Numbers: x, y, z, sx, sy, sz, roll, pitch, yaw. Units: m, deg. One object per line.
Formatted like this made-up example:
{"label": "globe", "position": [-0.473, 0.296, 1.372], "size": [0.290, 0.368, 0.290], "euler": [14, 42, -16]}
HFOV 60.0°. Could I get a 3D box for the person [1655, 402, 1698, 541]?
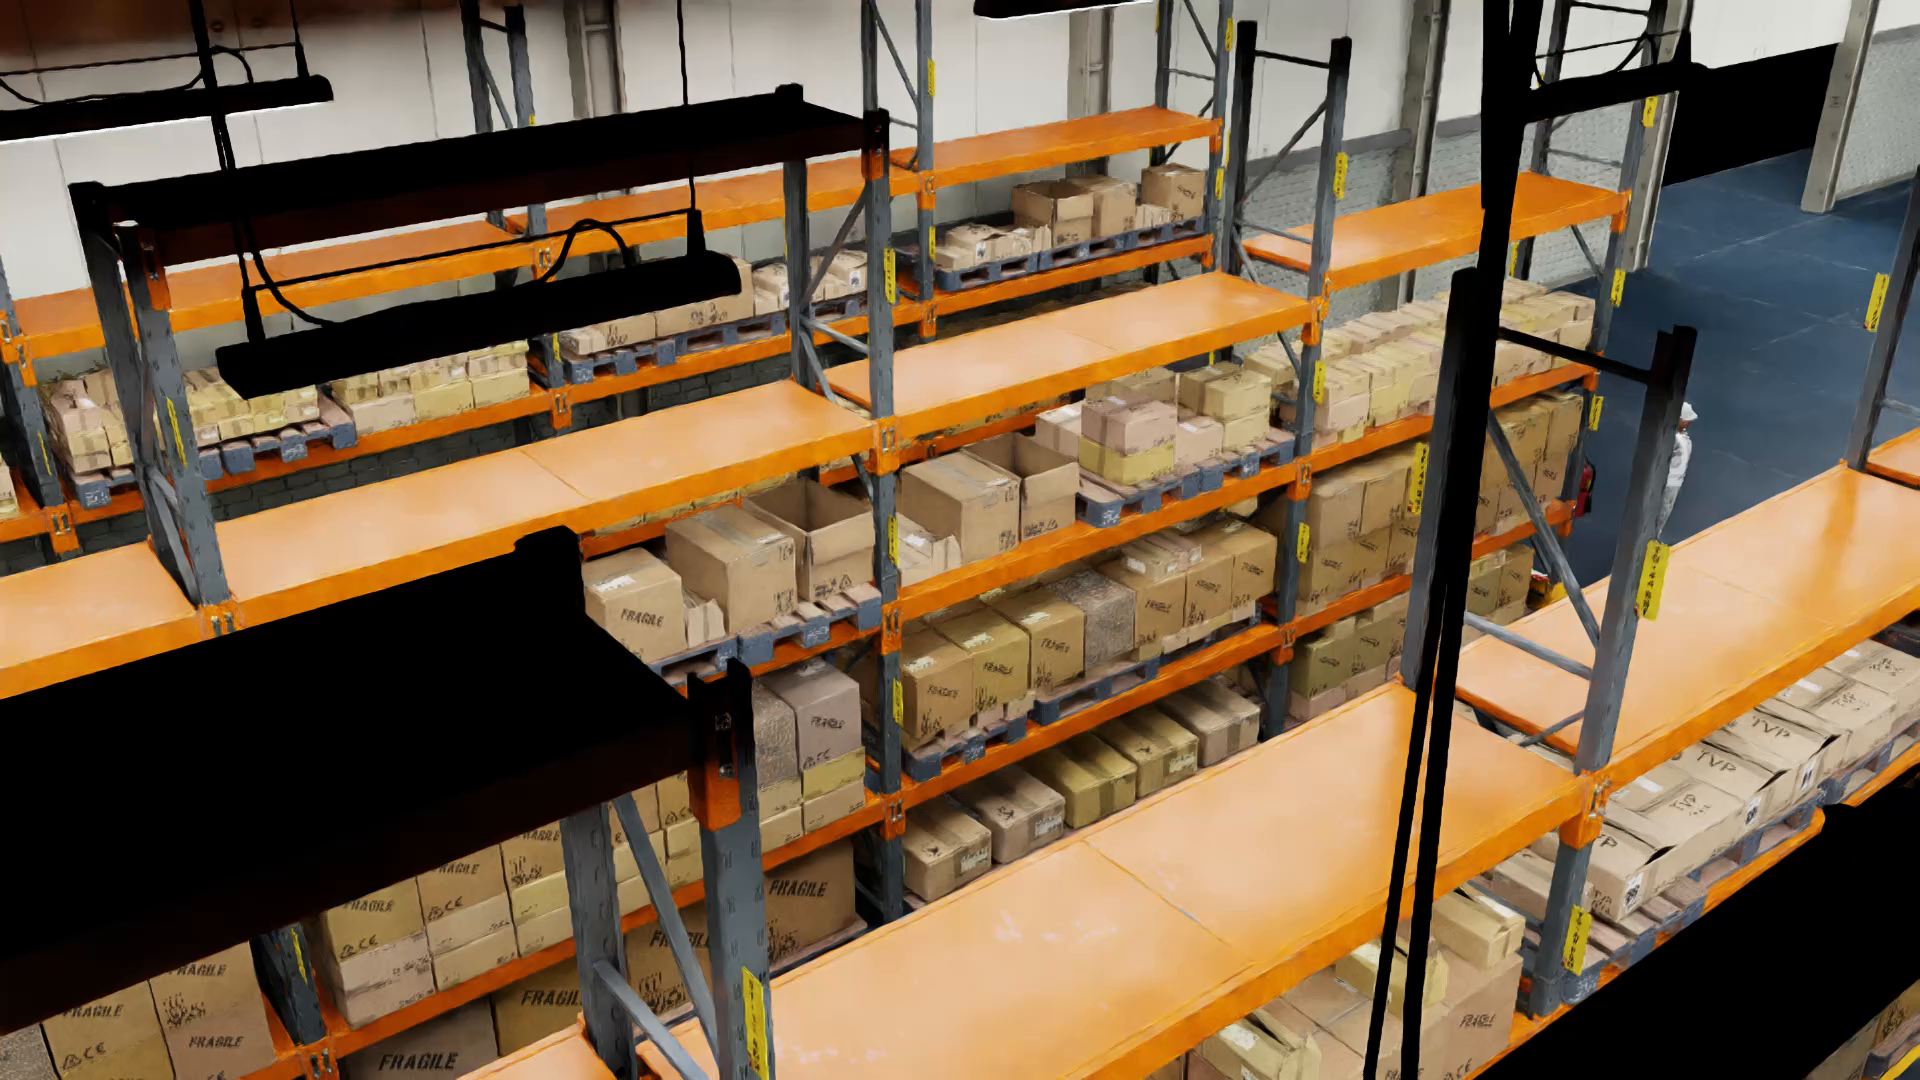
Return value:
{"label": "person", "position": [7.353, -0.650, 17.435], "size": [0.487, 1.784, 0.744], "euler": [11, 28, 21]}
